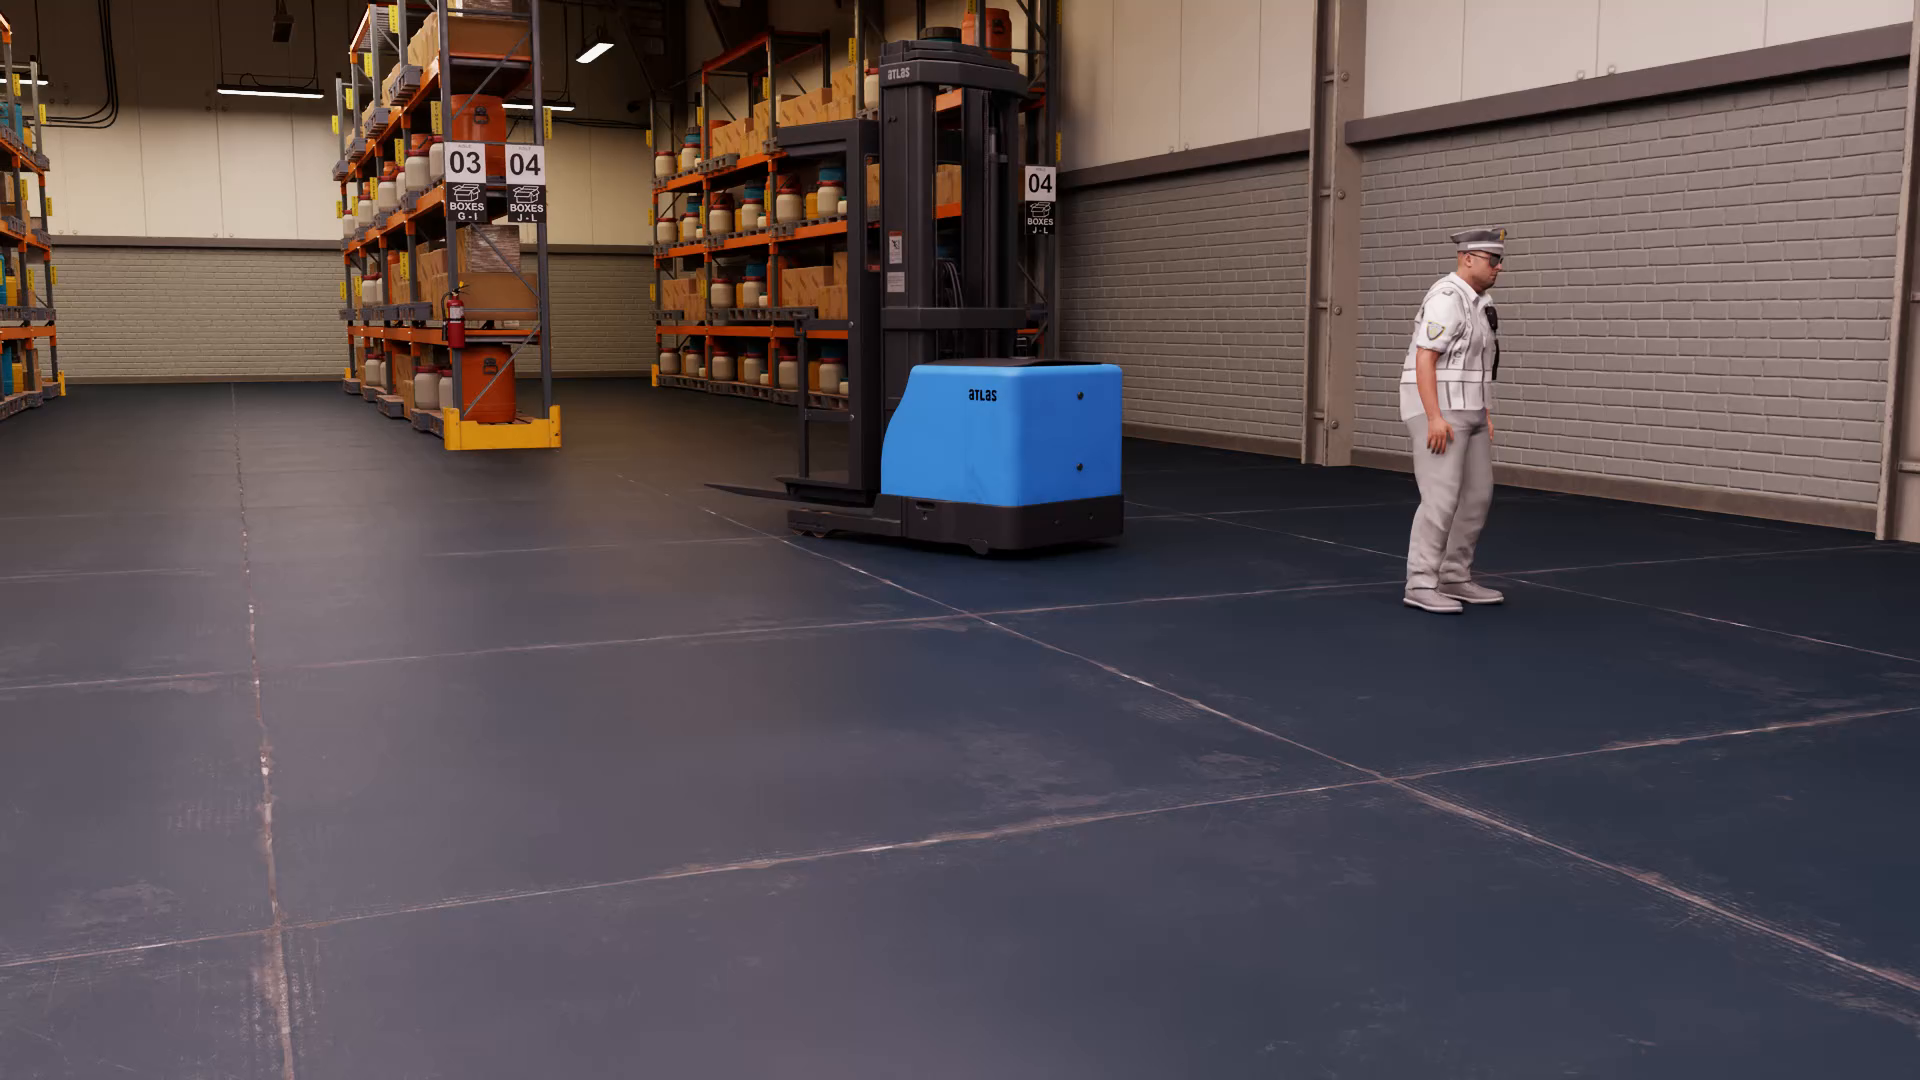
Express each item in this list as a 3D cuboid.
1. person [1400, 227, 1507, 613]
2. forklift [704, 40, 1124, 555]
[{"bbox_3d":[2.302,-0.568,7.768,0.442,1.747,0.606,7,10,43],"label":"person"},{"bbox_3d":[-0.436,-1.509,10.383,3.031,2.935,1.130,7,10,44],"label":"forklift"}]
